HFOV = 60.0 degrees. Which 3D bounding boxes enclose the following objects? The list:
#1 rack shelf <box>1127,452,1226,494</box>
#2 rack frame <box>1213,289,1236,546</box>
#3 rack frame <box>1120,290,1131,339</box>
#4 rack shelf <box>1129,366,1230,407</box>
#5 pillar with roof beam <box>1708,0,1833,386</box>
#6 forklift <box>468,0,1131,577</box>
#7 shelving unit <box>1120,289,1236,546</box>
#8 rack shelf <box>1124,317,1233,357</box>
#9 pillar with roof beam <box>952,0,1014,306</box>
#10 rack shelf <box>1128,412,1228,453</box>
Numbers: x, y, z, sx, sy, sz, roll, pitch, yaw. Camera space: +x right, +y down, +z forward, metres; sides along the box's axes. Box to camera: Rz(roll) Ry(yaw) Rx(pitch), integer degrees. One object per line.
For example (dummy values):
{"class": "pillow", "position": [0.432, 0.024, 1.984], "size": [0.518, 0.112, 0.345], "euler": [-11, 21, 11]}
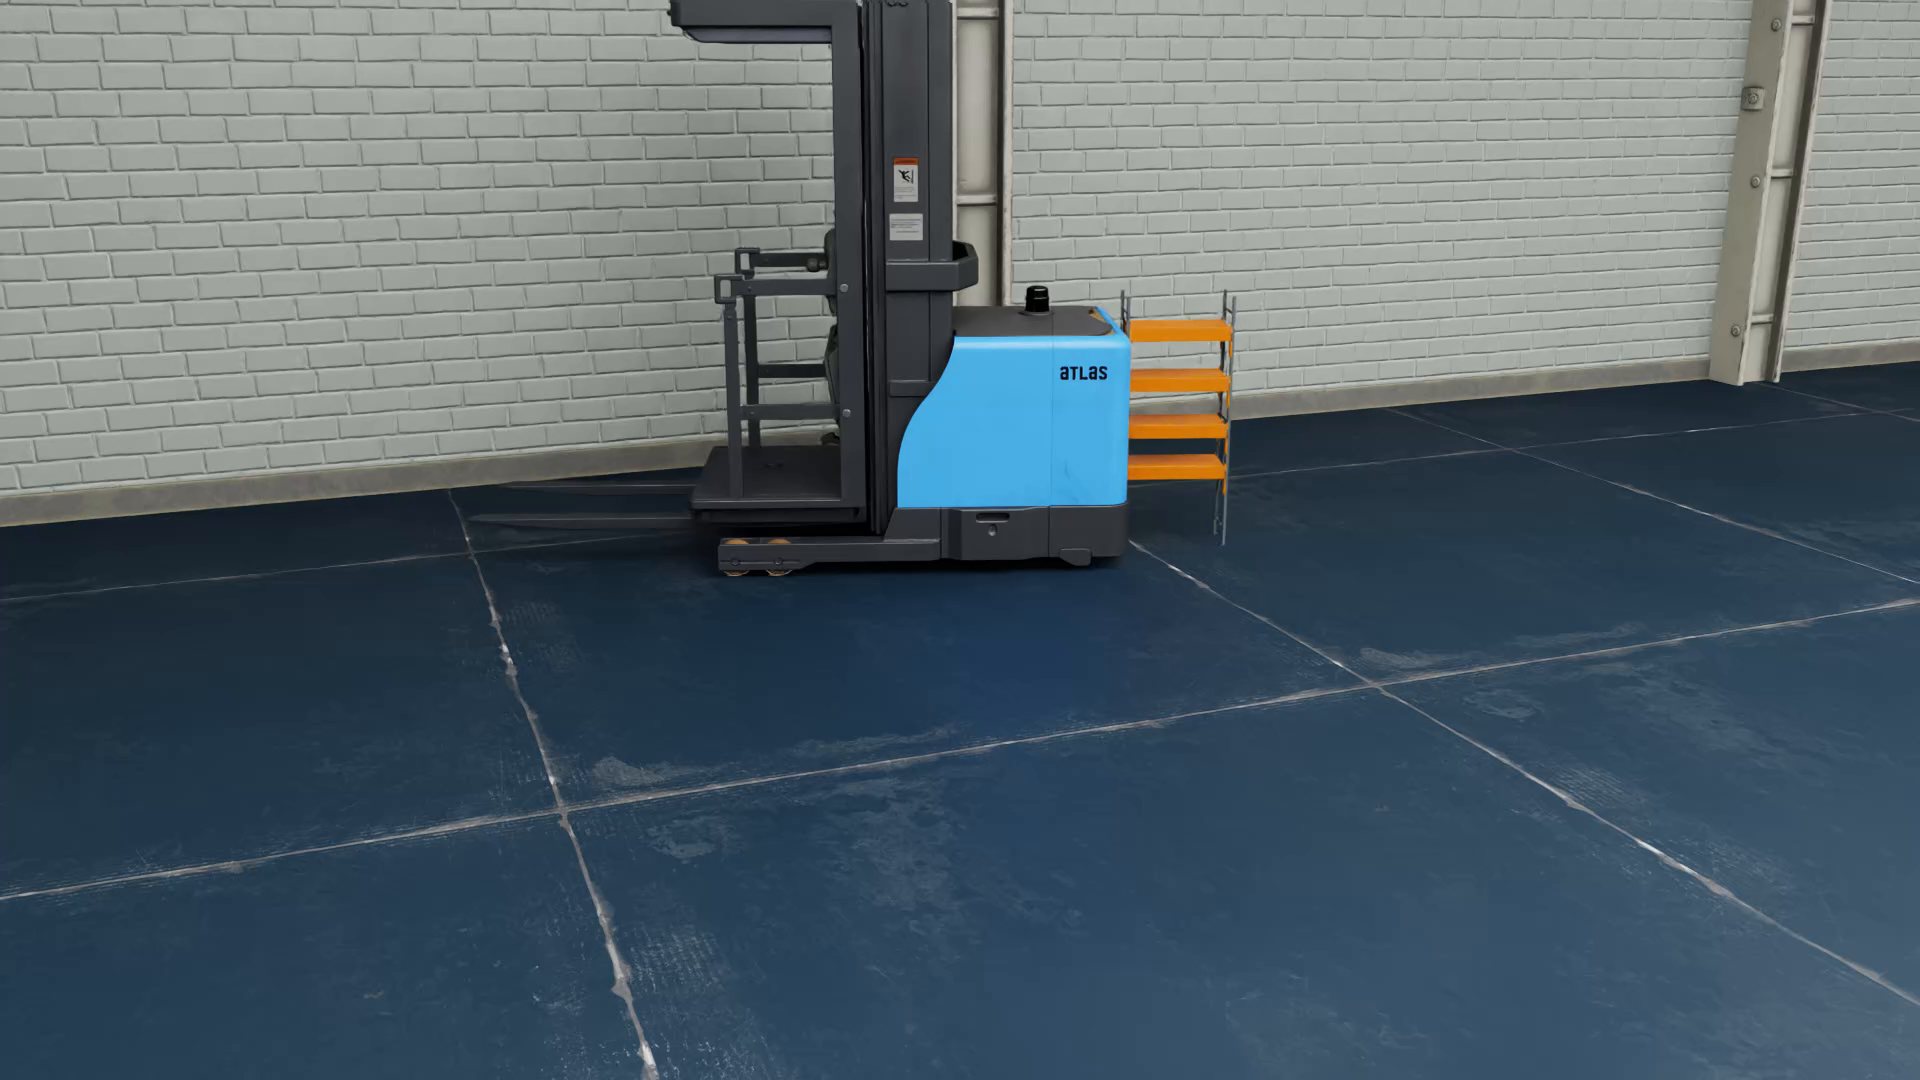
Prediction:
{"class": "rack shelf", "position": [1.018, -0.322, 8.010], "size": [0.480, 0.148, 0.258], "euler": [-1, 16, -2]}
{"class": "rack frame", "position": [1.262, -0.580, 7.944], "size": [0.015, 1.200, 0.240], "euler": [-1, 16, -2]}
{"class": "rack frame", "position": [0.774, -0.575, 7.926], "size": [0.015, 1.200, 0.240], "euler": [-1, 16, -2]}
{"class": "rack shelf", "position": [1.018, -0.728, 7.891], "size": [0.480, 0.148, 0.258], "euler": [-1, 16, -2]}
{"class": "pillar with roof beam", "position": [7.205, -4.344, 6.919], "size": [0.400, 9.000, 9.100], "euler": [-6, 17, -20]}
{"class": "forklift", "position": [-0.755, -1.393, 7.639], "size": [3.031, 2.935, 1.130], "euler": [-1, 16, -2]}
{"class": "shelving unit", "position": [1.018, -0.577, 7.935], "size": [0.503, 1.200, 0.258], "euler": [-1, 16, -2]}
{"class": "rack shelf", "position": [1.018, -0.955, 7.825], "size": [0.480, 0.148, 0.258], "euler": [-1, 16, -2]}
{"class": "pillar with roof beam", "position": [1.602, -3.739, 4.859], "size": [0.400, 9.000, 9.100], "euler": [-6, 17, -20]}
{"class": "rack shelf", "position": [1.018, -0.513, 7.954], "size": [0.480, 0.148, 0.258], "euler": [-1, 16, -2]}
